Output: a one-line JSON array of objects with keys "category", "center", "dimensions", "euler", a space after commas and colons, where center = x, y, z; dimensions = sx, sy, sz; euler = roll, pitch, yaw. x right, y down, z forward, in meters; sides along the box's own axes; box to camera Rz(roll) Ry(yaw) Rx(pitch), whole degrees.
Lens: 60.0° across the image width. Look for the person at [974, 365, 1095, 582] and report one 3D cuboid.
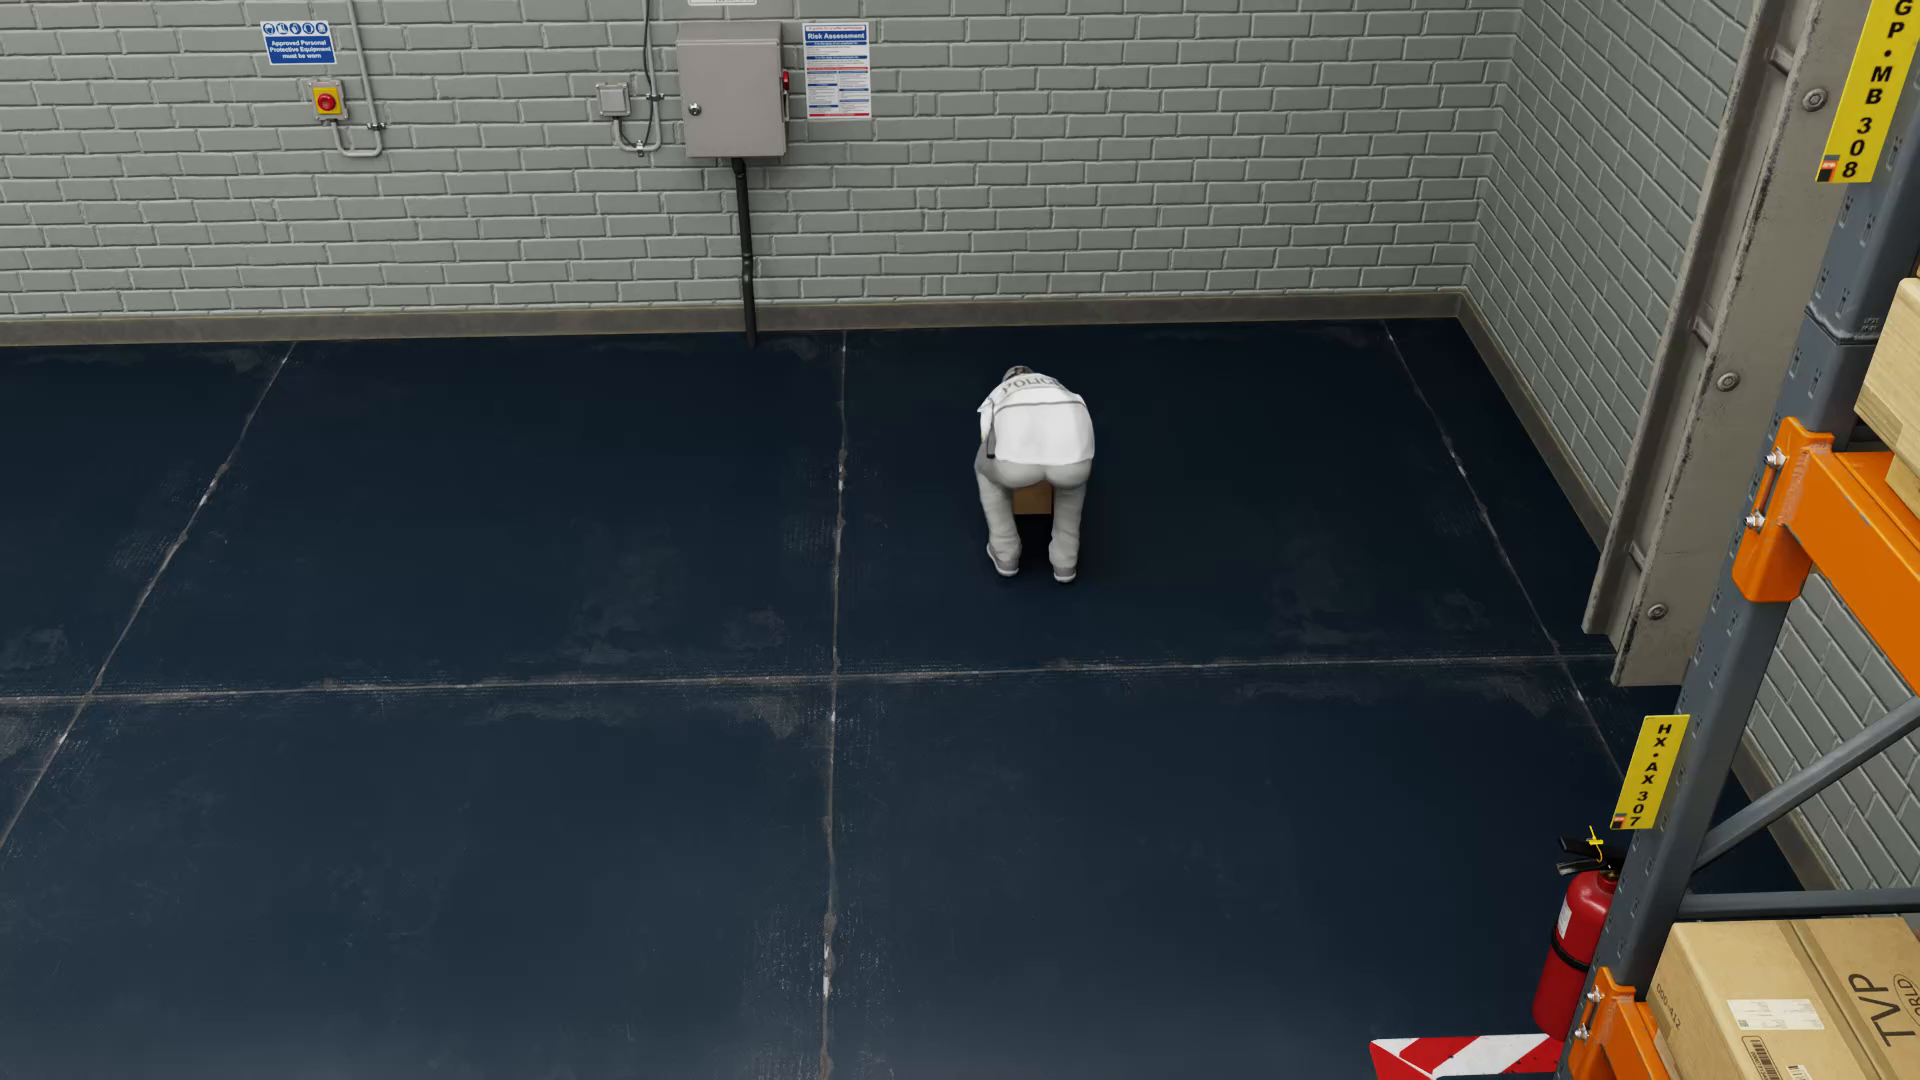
[{"category": "person", "center": [0.313, -0.341, 7.272], "dimensions": [0.504, 0.914, 0.935], "euler": [-3, 36, -4]}]
